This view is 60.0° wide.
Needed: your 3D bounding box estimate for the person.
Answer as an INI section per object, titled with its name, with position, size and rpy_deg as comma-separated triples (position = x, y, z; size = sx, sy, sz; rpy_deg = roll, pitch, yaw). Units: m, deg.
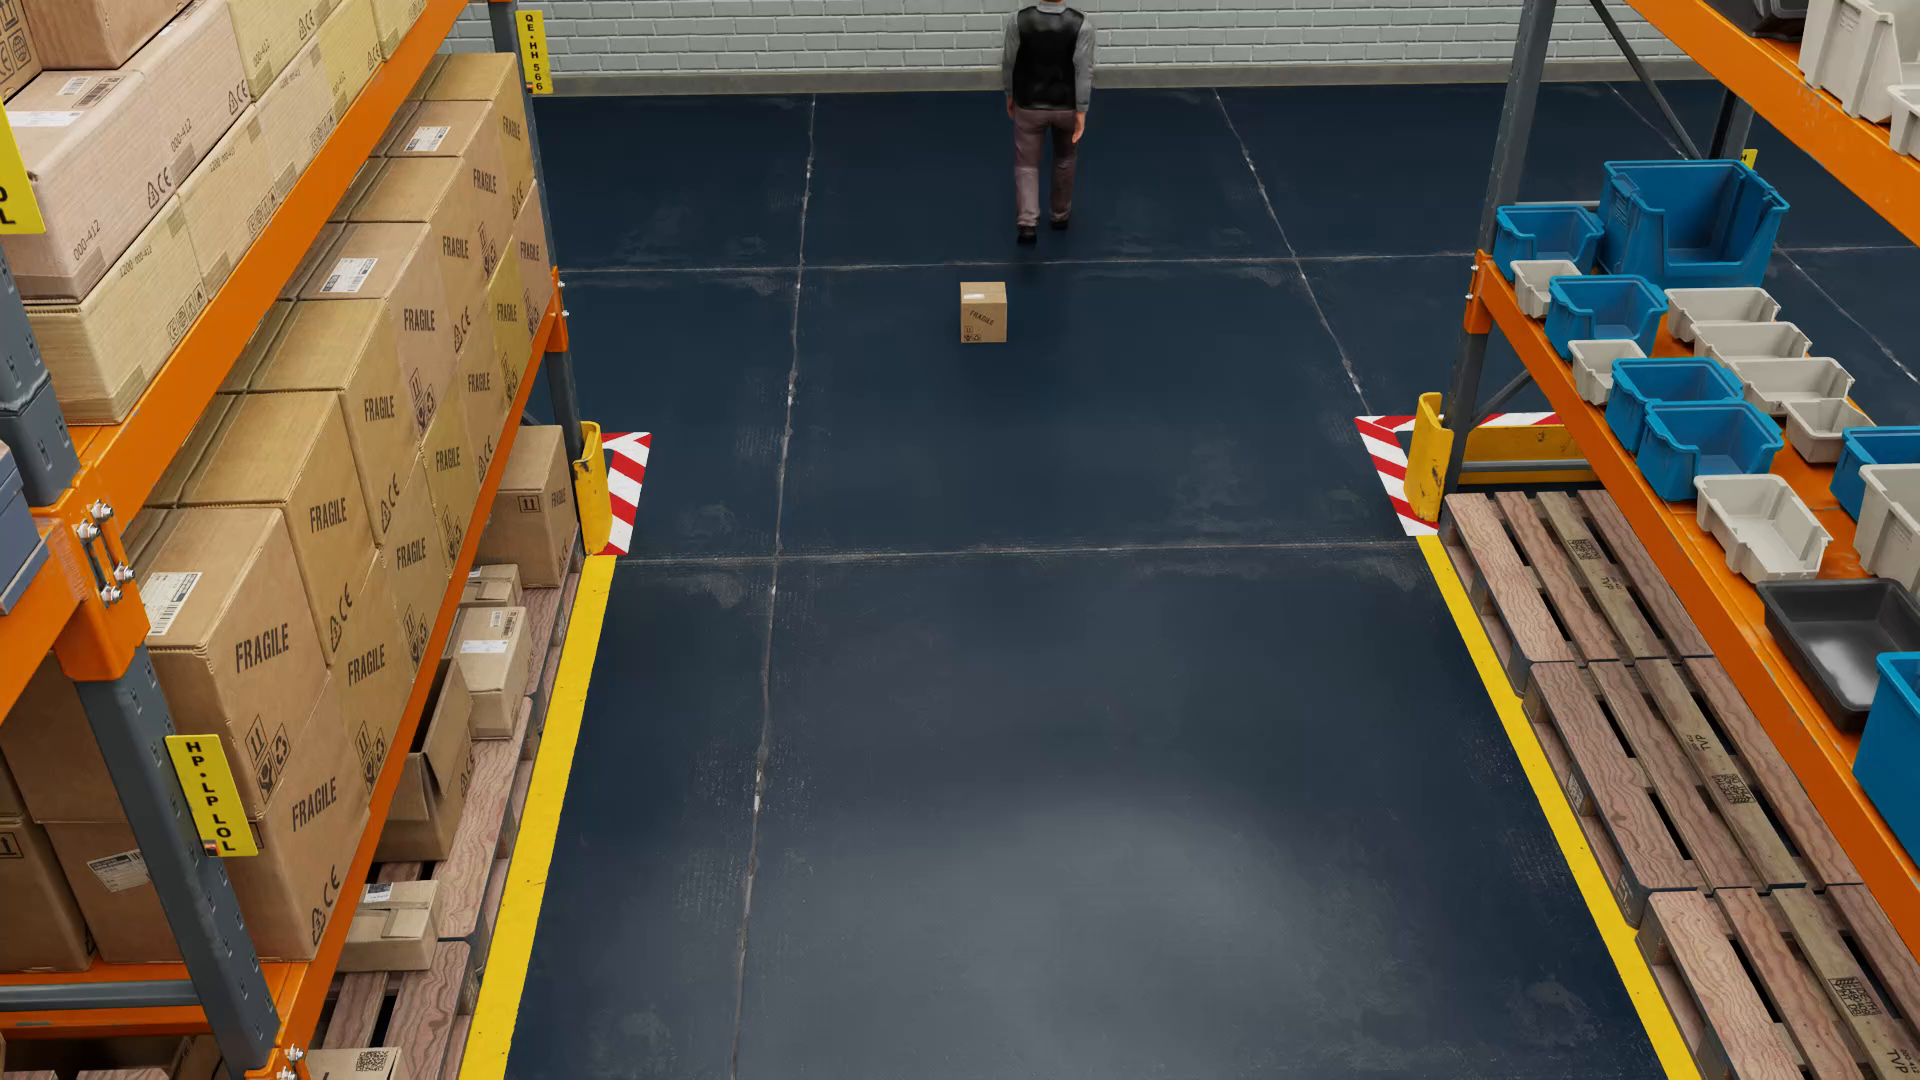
[person]
position = 0.509, -2.561, 9.820
size = 0.537, 1.690, 0.879
rpy_deg = 3, 35, 4
